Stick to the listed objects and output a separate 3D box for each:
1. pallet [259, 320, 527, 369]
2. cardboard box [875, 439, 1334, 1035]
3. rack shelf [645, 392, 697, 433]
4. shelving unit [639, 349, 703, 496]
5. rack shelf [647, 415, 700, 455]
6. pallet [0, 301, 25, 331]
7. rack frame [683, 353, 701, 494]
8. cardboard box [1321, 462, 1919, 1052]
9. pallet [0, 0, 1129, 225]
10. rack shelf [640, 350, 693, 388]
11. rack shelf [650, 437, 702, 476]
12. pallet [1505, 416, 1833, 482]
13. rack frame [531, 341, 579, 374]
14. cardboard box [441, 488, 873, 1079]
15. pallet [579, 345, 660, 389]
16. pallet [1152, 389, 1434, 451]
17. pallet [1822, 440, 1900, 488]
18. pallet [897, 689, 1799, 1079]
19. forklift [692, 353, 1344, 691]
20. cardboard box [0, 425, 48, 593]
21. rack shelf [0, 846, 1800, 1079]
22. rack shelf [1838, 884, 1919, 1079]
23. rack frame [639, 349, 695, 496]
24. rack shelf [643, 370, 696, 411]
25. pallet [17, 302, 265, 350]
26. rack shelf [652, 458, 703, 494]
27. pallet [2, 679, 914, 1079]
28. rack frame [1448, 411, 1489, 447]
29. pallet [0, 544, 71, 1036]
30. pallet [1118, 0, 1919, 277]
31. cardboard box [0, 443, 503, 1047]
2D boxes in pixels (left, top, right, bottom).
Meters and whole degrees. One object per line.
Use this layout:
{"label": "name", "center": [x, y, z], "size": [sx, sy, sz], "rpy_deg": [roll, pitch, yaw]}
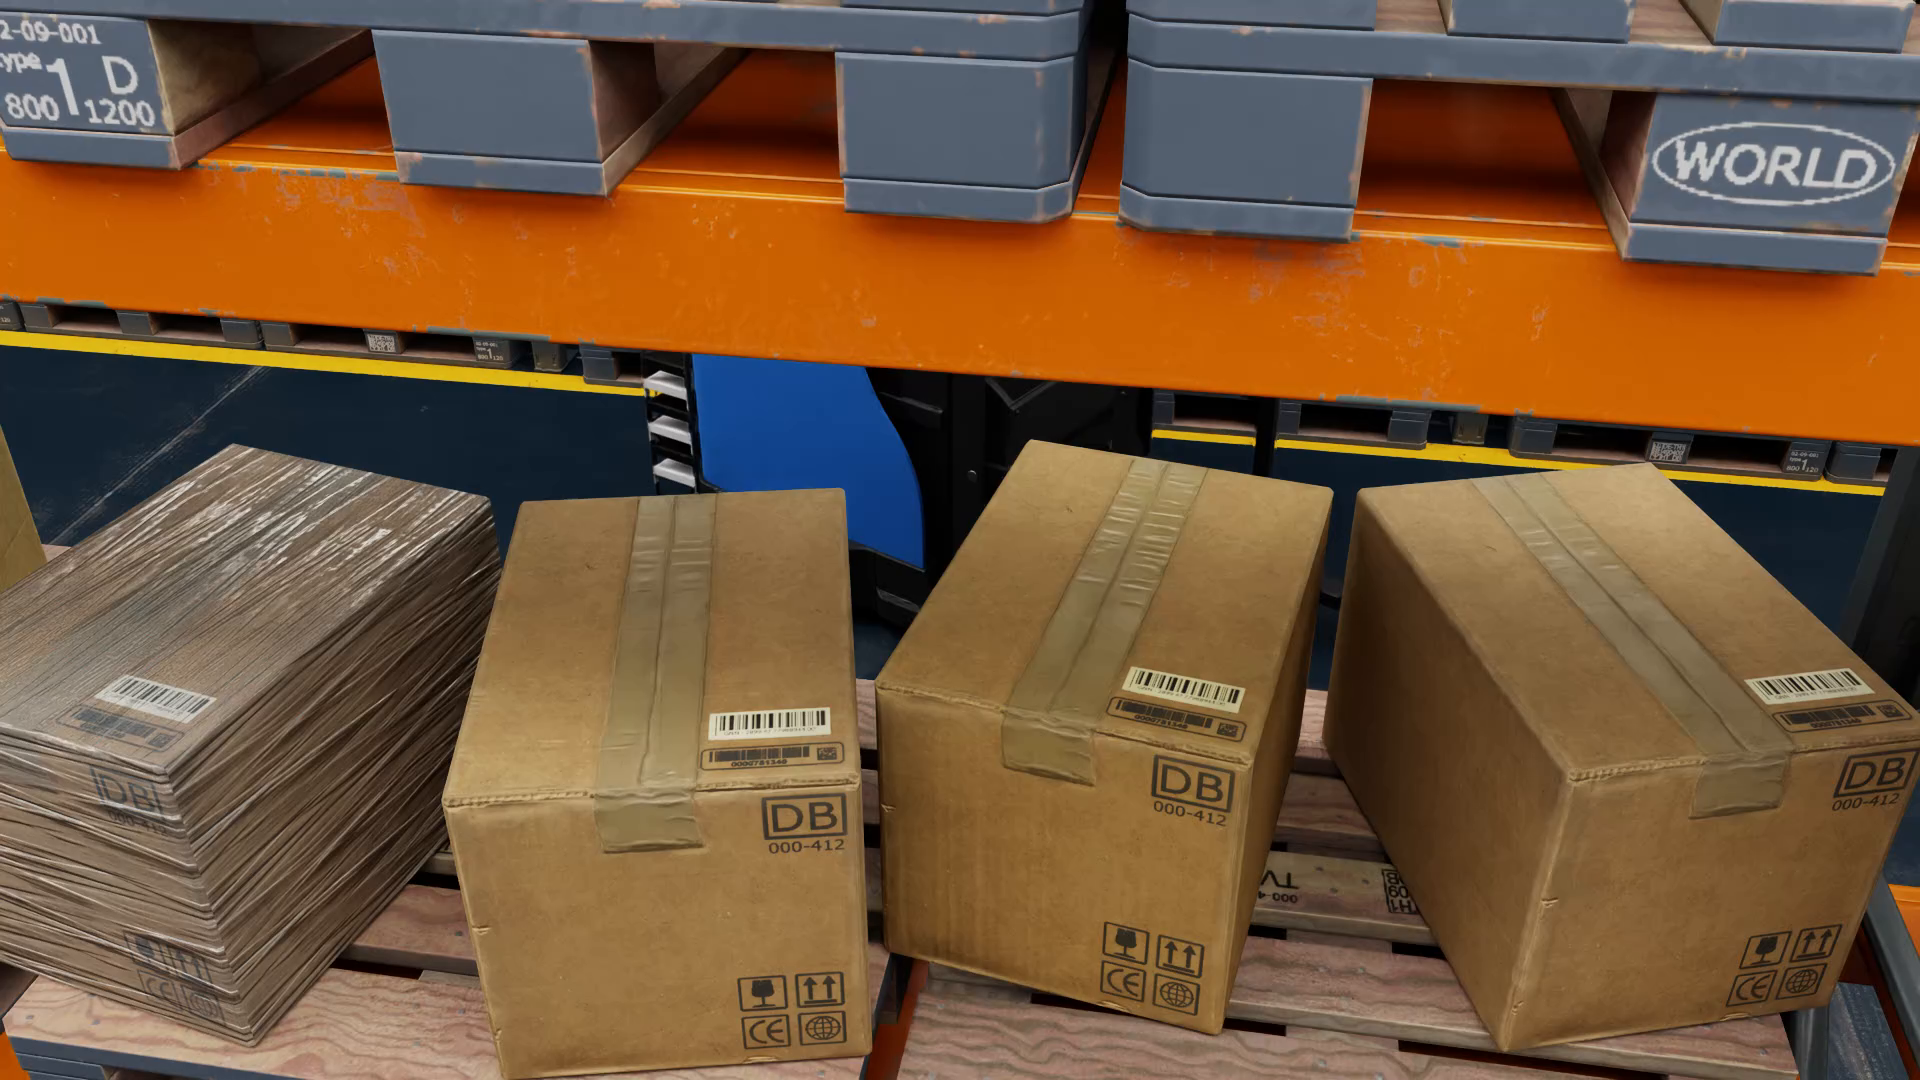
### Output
{"label": "pallet", "center": [-2.530, -1.168, 7.917], "size": [1.213, 0.211, 1.003], "rpy_deg": [5, 32, 8]}
{"label": "cardboard box", "center": [0.236, 0.261, 2.516], "size": [0.500, 0.500, 0.700], "rpy_deg": [10, 33, 16]}
{"label": "rack shelf", "center": [-0.992, -0.501, 6.096], "size": [0.200, 0.077, 0.258], "rpy_deg": [18, 36, 26]}
{"label": "shelving unit", "center": [-0.992, -0.453, 6.126], "size": [0.210, 0.900, 0.258], "rpy_deg": [18, 36, 26]}
{"label": "rack shelf", "center": [-0.992, -0.425, 6.144], "size": [0.200, 0.077, 0.258], "rpy_deg": [18, 36, 26]}
{"label": "pallet", "center": [-4.935, -1.386, 8.265], "size": [1.213, 0.211, 1.003], "rpy_deg": [5, 32, 8]}
{"label": "rack frame", "center": [-0.905, -0.425, 6.081], "size": [0.006, 0.900, 0.240], "rpy_deg": [18, 36, 26]}
{"label": "cardboard box", "center": [0.924, 0.289, 2.471], "size": [0.500, 0.500, 0.700], "rpy_deg": [-5, 32, -8]}
{"label": "pallet", "center": [-0.301, -0.709, 1.906], "size": [1.003, 0.211, 1.213], "rpy_deg": [5, 32, 8]}
{"label": "rack shelf", "center": [-0.992, -0.654, 6.000], "size": [0.200, 0.077, 0.258], "rpy_deg": [18, 36, 26]}
{"label": "rack shelf", "center": [-0.992, -0.349, 6.191], "size": [0.200, 0.077, 0.258], "rpy_deg": [18, 36, 26]}
{"label": "pallet", "center": [2.920, -0.632, 7.060], "size": [1.213, 0.211, 1.003], "rpy_deg": [5, 32, 8]}
{"label": "rack frame", "center": [-1.760, -2.280, 7.065], "size": [0.127, 3.000, 1.000], "rpy_deg": [5, 32, 8]}
{"label": "cardboard box", "center": [-0.399, 0.323, 2.417], "size": [0.500, 0.500, 0.700], "rpy_deg": [-3, 32, -4]}
{"label": "pallet", "center": [-0.995, -0.988, 7.629], "size": [1.213, 0.211, 1.003], "rpy_deg": [5, 32, 8]}
{"label": "pallet", "center": [1.410, -0.770, 7.281], "size": [1.213, 0.211, 1.003], "rpy_deg": [5, 32, 8]}
{"label": "pallet", "center": [4.126, -0.524, 6.888], "size": [1.213, 0.211, 1.003], "rpy_deg": [5, 32, 8]}
{"label": "pallet", "center": [0.584, 0.622, 2.611], "size": [1.213, 0.211, 1.003], "rpy_deg": [5, 32, 8]}
{"label": "forklift", "center": [0.544, -0.963, 5.026], "size": [3.031, 2.935, 1.130], "rpy_deg": [21, 38, 30]}
{"label": "cardboard box", "center": [-1.950, 0.088, 2.791], "size": [0.500, 0.500, 0.700], "rpy_deg": [-5, 32, -8]}
{"label": "rack shelf", "center": [-0.618, 0.795, 2.831], "size": [4.000, 0.370, 1.077], "rpy_deg": [5, 32, 8]}
{"label": "rack shelf", "center": [3.325, 1.152, 2.260], "size": [4.000, 0.370, 1.077], "rpy_deg": [5, 32, 8]}
{"label": "rack frame", "center": [-1.079, -0.481, 6.171], "size": [0.006, 0.900, 0.240], "rpy_deg": [18, 36, 26]}
{"label": "rack shelf", "center": [-0.992, -0.578, 6.048], "size": [0.200, 0.077, 0.258], "rpy_deg": [18, 36, 26]}
{"label": "pallet", "center": [-3.729, -1.278, 8.093], "size": [1.213, 0.211, 1.003], "rpy_deg": [5, 32, 8]}
{"label": "rack shelf", "center": [-0.992, -0.272, 6.239], "size": [0.200, 0.077, 0.258], "rpy_deg": [18, 36, 26]}
{"label": "pallet", "center": [-0.672, 0.564, 2.702], "size": [1.213, 0.211, 1.003], "rpy_deg": [5, 32, 8]}
{"label": "rack frame", "center": [2.183, -1.922, 6.494], "size": [0.127, 3.000, 1.000], "rpy_deg": [5, 32, 8]}
{"label": "pallet", "center": [-1.910, 0.417, 2.938], "size": [1.003, 0.211, 1.213], "rpy_deg": [5, 32, 8]}
{"label": "pallet", "center": [0.722, -0.618, 1.760], "size": [1.003, 0.211, 1.213], "rpy_deg": [5, 32, 8]}
{"label": "cardboard box", "center": [-1.080, 0.270, 2.501], "size": [0.500, 0.500, 0.700], "rpy_deg": [11, 34, 17]}
